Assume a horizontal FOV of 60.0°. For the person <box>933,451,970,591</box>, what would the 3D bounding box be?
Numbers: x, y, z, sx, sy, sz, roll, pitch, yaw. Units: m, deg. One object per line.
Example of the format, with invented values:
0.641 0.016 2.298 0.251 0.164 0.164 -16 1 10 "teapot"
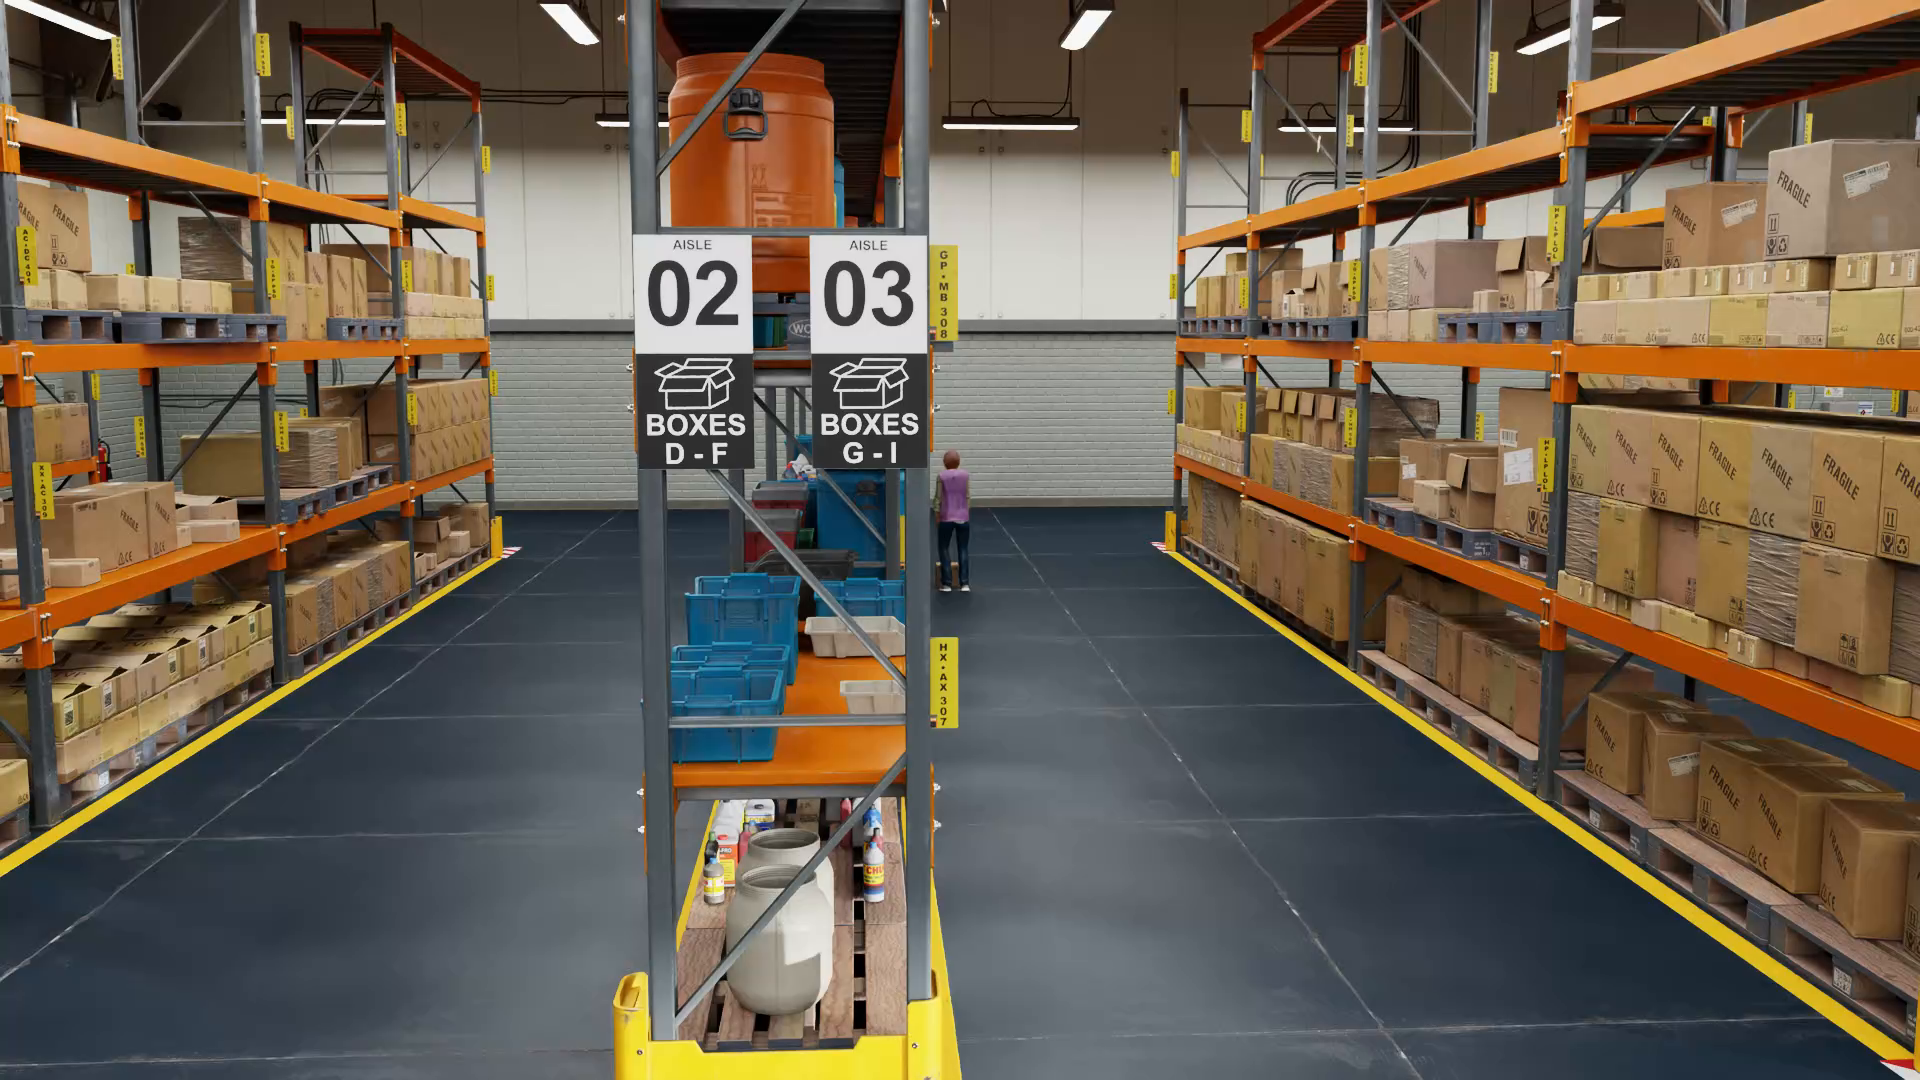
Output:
-0.091 -0.202 18.548 0.417 1.581 0.340 -1 7 -10 "person"
